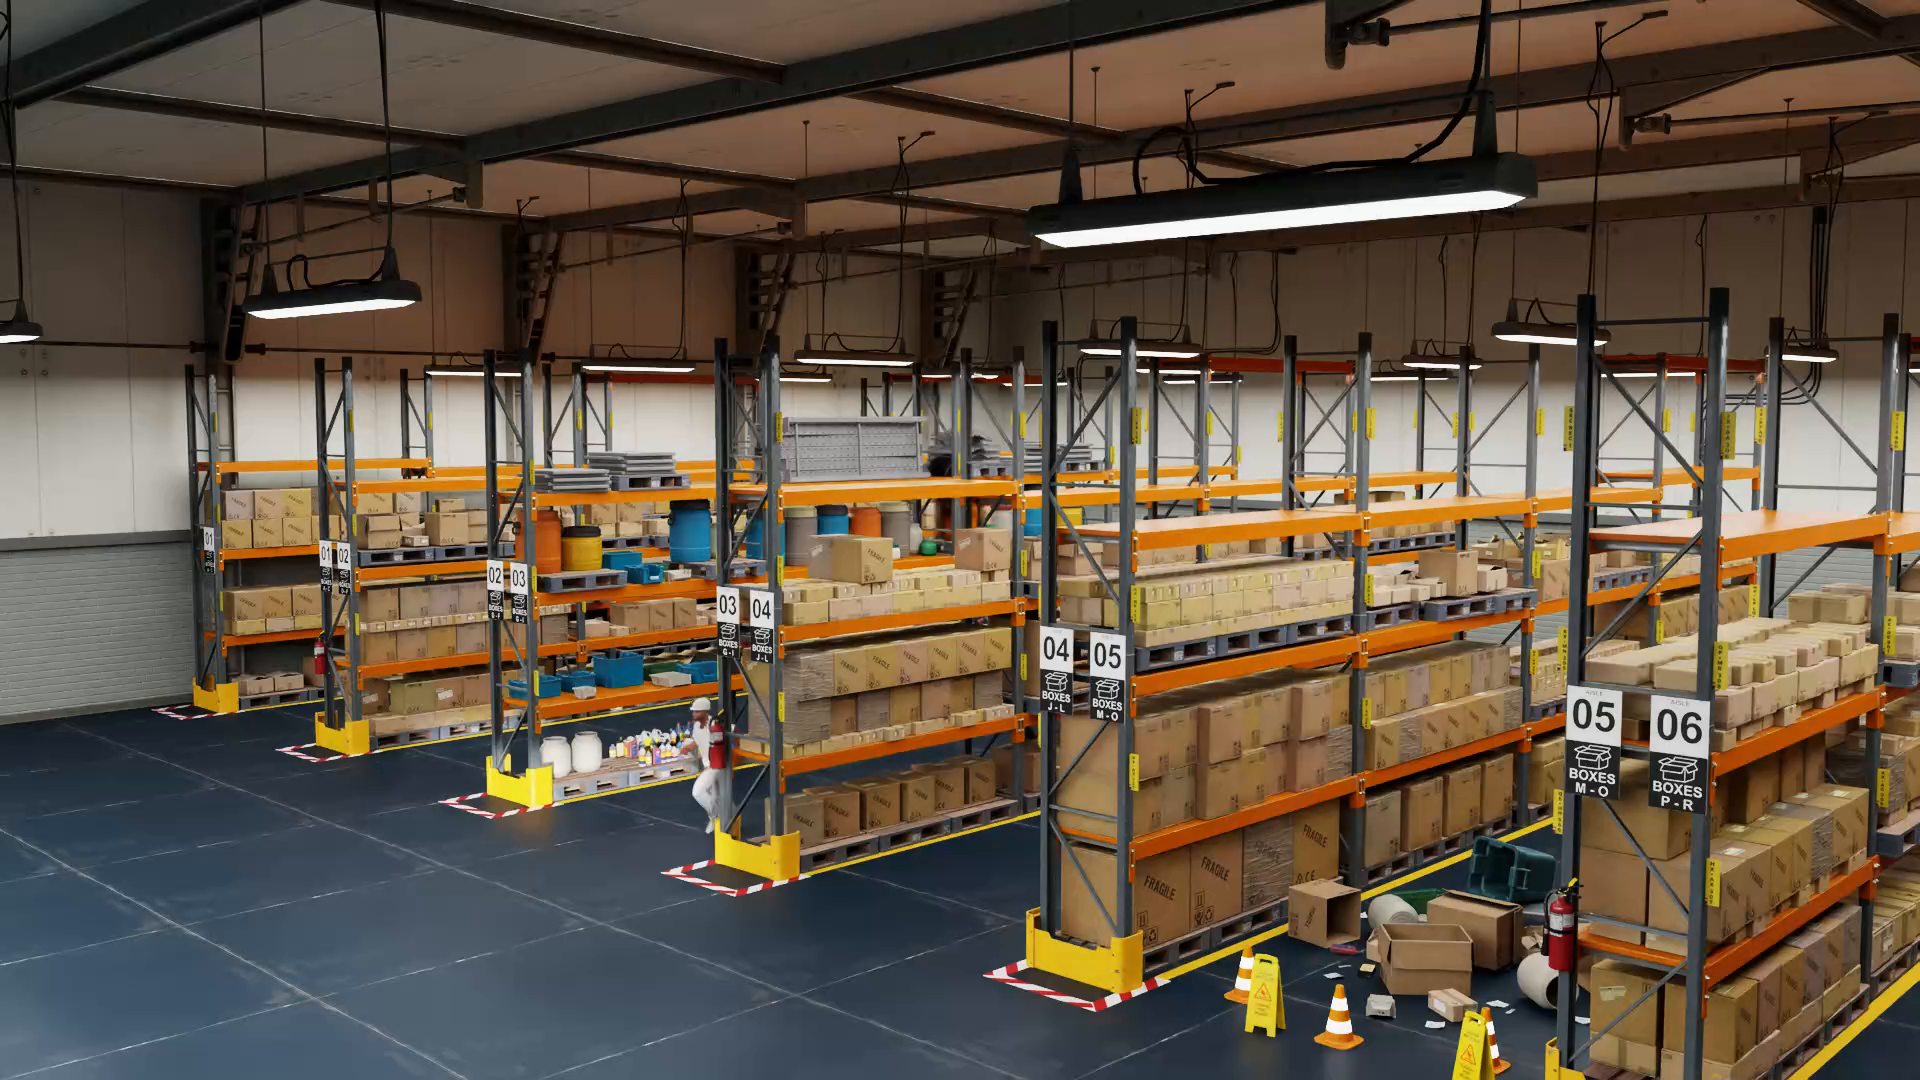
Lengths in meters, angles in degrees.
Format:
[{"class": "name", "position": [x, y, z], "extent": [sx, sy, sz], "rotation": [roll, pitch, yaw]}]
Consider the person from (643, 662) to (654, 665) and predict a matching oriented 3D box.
[{"class": "person", "position": [-0.898, 2.700, 18.663], "extent": [20.067, 1.167, 13.363], "rotation": [3, 5, 33]}]

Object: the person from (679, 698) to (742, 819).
[{"class": "person", "position": [-3.016, 2.707, 20.386], "extent": [0.828, 1.582, 0.734], "rotation": [-3, 5, -34]}]

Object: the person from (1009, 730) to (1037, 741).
[{"class": "person", "position": [0.898, 2.477, 24.547], "extent": [0.987, 1.699, 0.704], "rotation": [-4, 6, -41]}]
